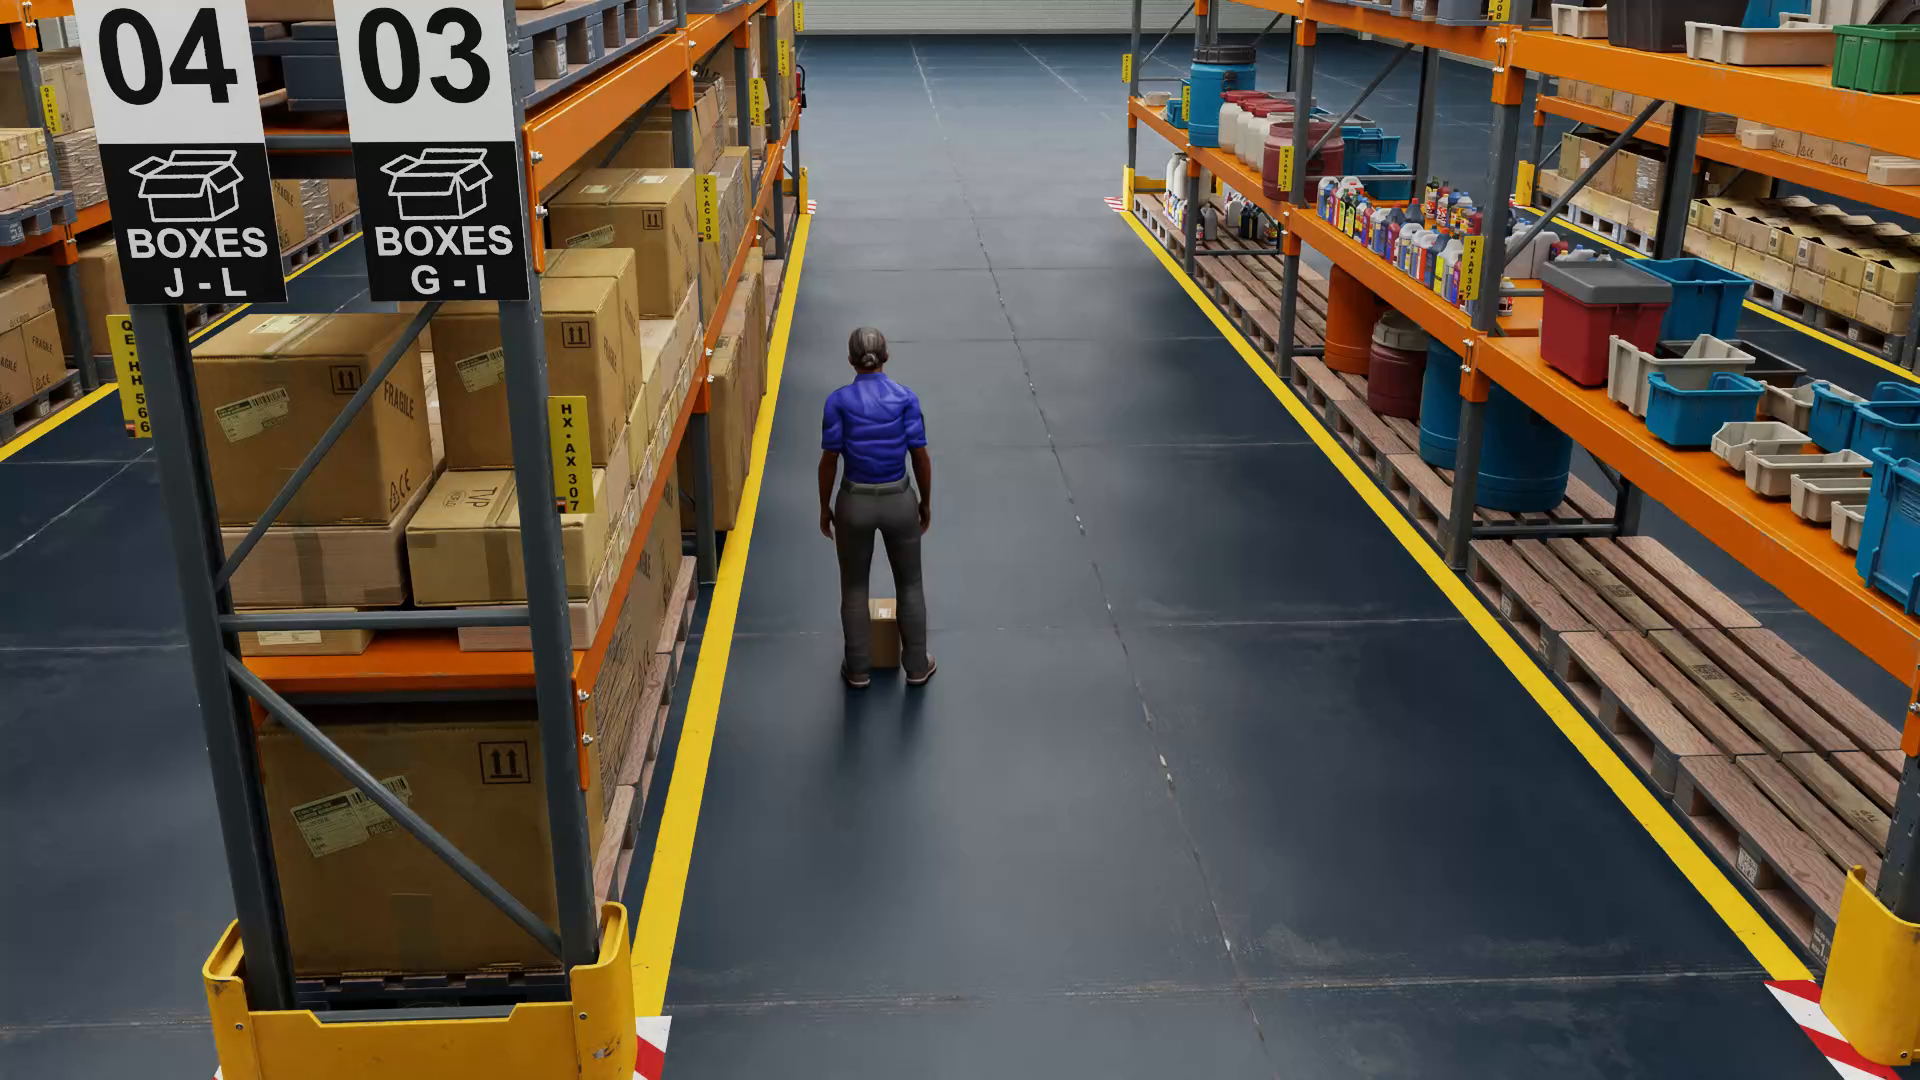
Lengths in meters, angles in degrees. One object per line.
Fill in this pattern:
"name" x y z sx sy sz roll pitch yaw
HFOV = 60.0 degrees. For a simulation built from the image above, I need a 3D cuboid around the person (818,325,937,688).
"person" -0.366 -0.136 7.446 0.528 1.655 0.348 -2 21 -5
